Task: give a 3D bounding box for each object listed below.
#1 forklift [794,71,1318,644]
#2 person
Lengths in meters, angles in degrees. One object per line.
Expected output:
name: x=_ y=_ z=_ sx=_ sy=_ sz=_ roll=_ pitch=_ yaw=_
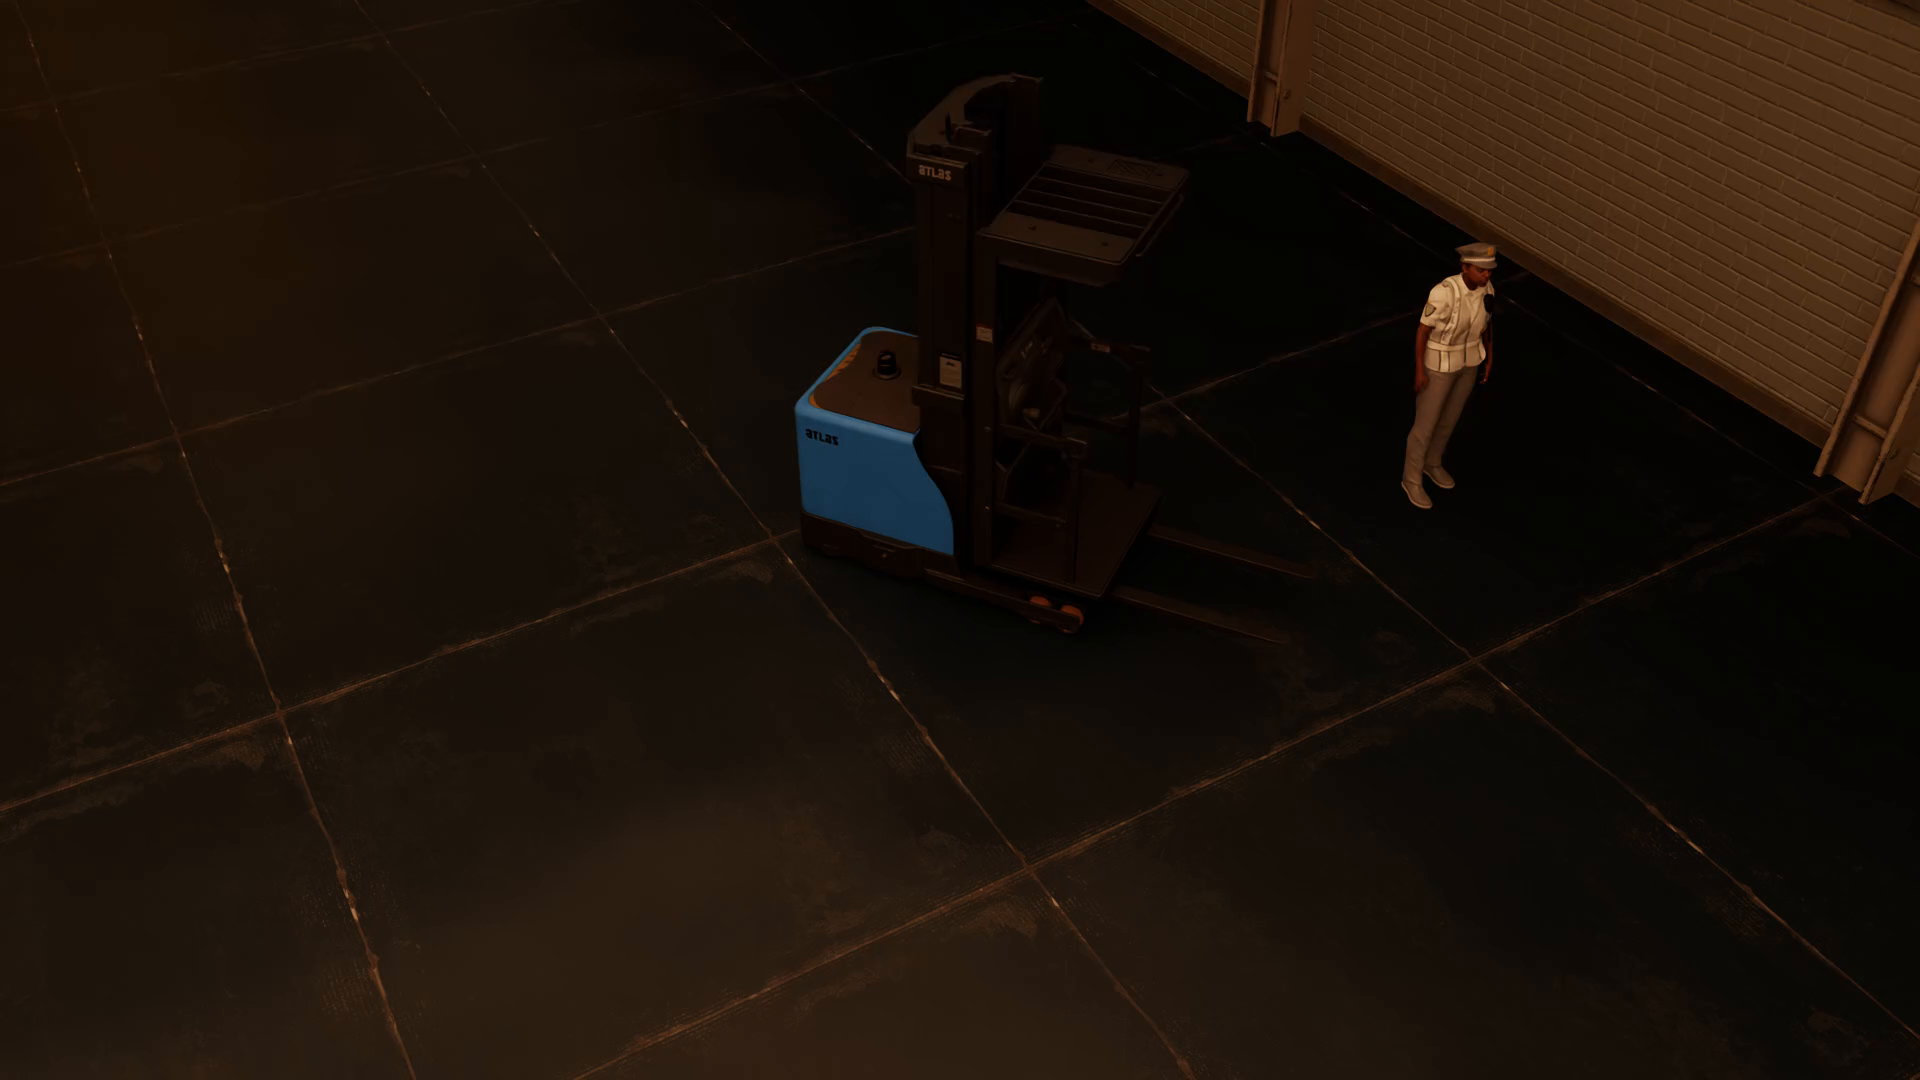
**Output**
forklift: x=0.585 y=-0.973 z=9.209 sx=3.031 sy=2.935 sz=1.130 roll=16 pitch=42 yaw=19
person: x=3.070 y=-1.041 z=10.257 sx=0.564 sy=1.697 sz=0.525 roll=-15 pitch=42 yaw=-17
